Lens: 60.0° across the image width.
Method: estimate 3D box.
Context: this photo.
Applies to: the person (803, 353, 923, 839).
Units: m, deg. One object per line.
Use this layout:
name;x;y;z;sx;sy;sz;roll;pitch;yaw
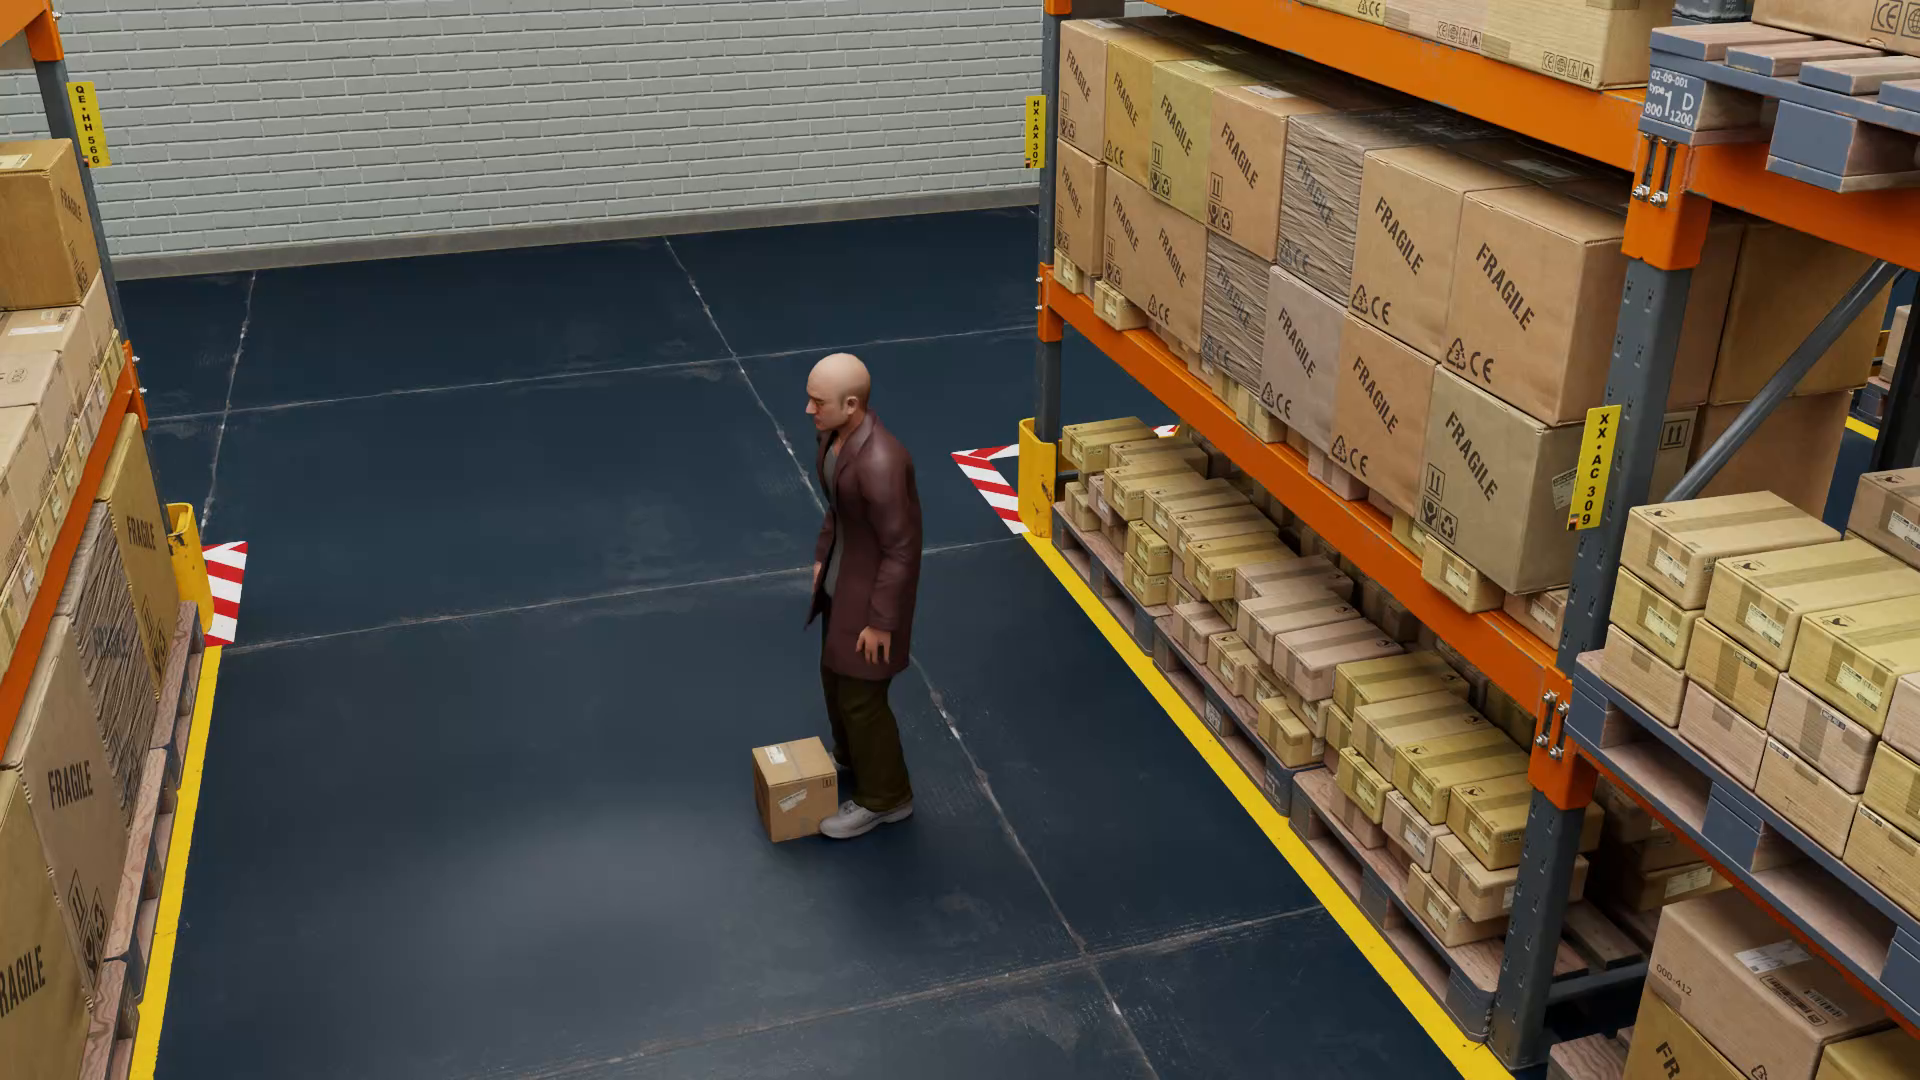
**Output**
person;-0.353;0.186;5.749;0.429;1.772;0.649;-10;28;-19
